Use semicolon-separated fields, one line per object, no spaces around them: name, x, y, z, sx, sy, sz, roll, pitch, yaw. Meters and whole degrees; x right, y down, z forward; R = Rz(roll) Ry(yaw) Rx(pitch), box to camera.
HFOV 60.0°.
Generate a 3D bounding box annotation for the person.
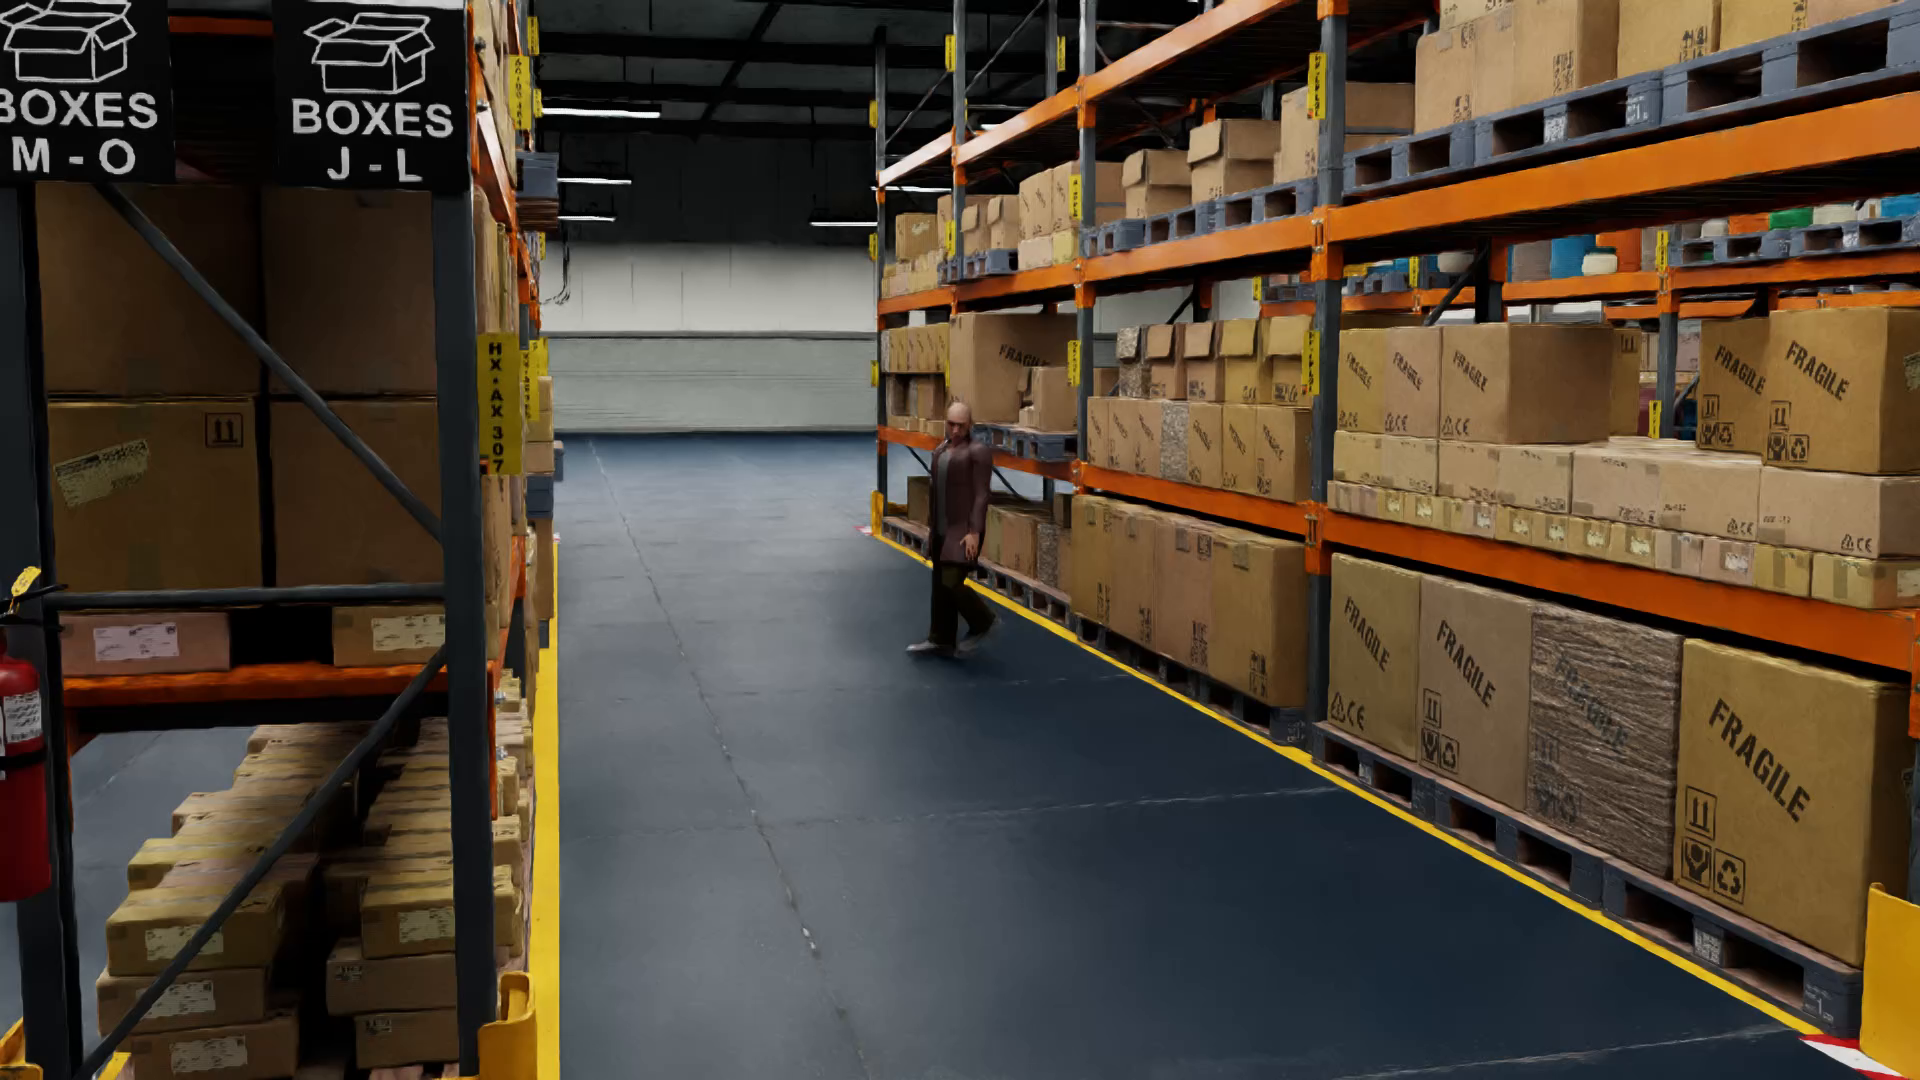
person;0.006;-0.057;11.335;0.555;1.763;0.640;-5;8;-38
